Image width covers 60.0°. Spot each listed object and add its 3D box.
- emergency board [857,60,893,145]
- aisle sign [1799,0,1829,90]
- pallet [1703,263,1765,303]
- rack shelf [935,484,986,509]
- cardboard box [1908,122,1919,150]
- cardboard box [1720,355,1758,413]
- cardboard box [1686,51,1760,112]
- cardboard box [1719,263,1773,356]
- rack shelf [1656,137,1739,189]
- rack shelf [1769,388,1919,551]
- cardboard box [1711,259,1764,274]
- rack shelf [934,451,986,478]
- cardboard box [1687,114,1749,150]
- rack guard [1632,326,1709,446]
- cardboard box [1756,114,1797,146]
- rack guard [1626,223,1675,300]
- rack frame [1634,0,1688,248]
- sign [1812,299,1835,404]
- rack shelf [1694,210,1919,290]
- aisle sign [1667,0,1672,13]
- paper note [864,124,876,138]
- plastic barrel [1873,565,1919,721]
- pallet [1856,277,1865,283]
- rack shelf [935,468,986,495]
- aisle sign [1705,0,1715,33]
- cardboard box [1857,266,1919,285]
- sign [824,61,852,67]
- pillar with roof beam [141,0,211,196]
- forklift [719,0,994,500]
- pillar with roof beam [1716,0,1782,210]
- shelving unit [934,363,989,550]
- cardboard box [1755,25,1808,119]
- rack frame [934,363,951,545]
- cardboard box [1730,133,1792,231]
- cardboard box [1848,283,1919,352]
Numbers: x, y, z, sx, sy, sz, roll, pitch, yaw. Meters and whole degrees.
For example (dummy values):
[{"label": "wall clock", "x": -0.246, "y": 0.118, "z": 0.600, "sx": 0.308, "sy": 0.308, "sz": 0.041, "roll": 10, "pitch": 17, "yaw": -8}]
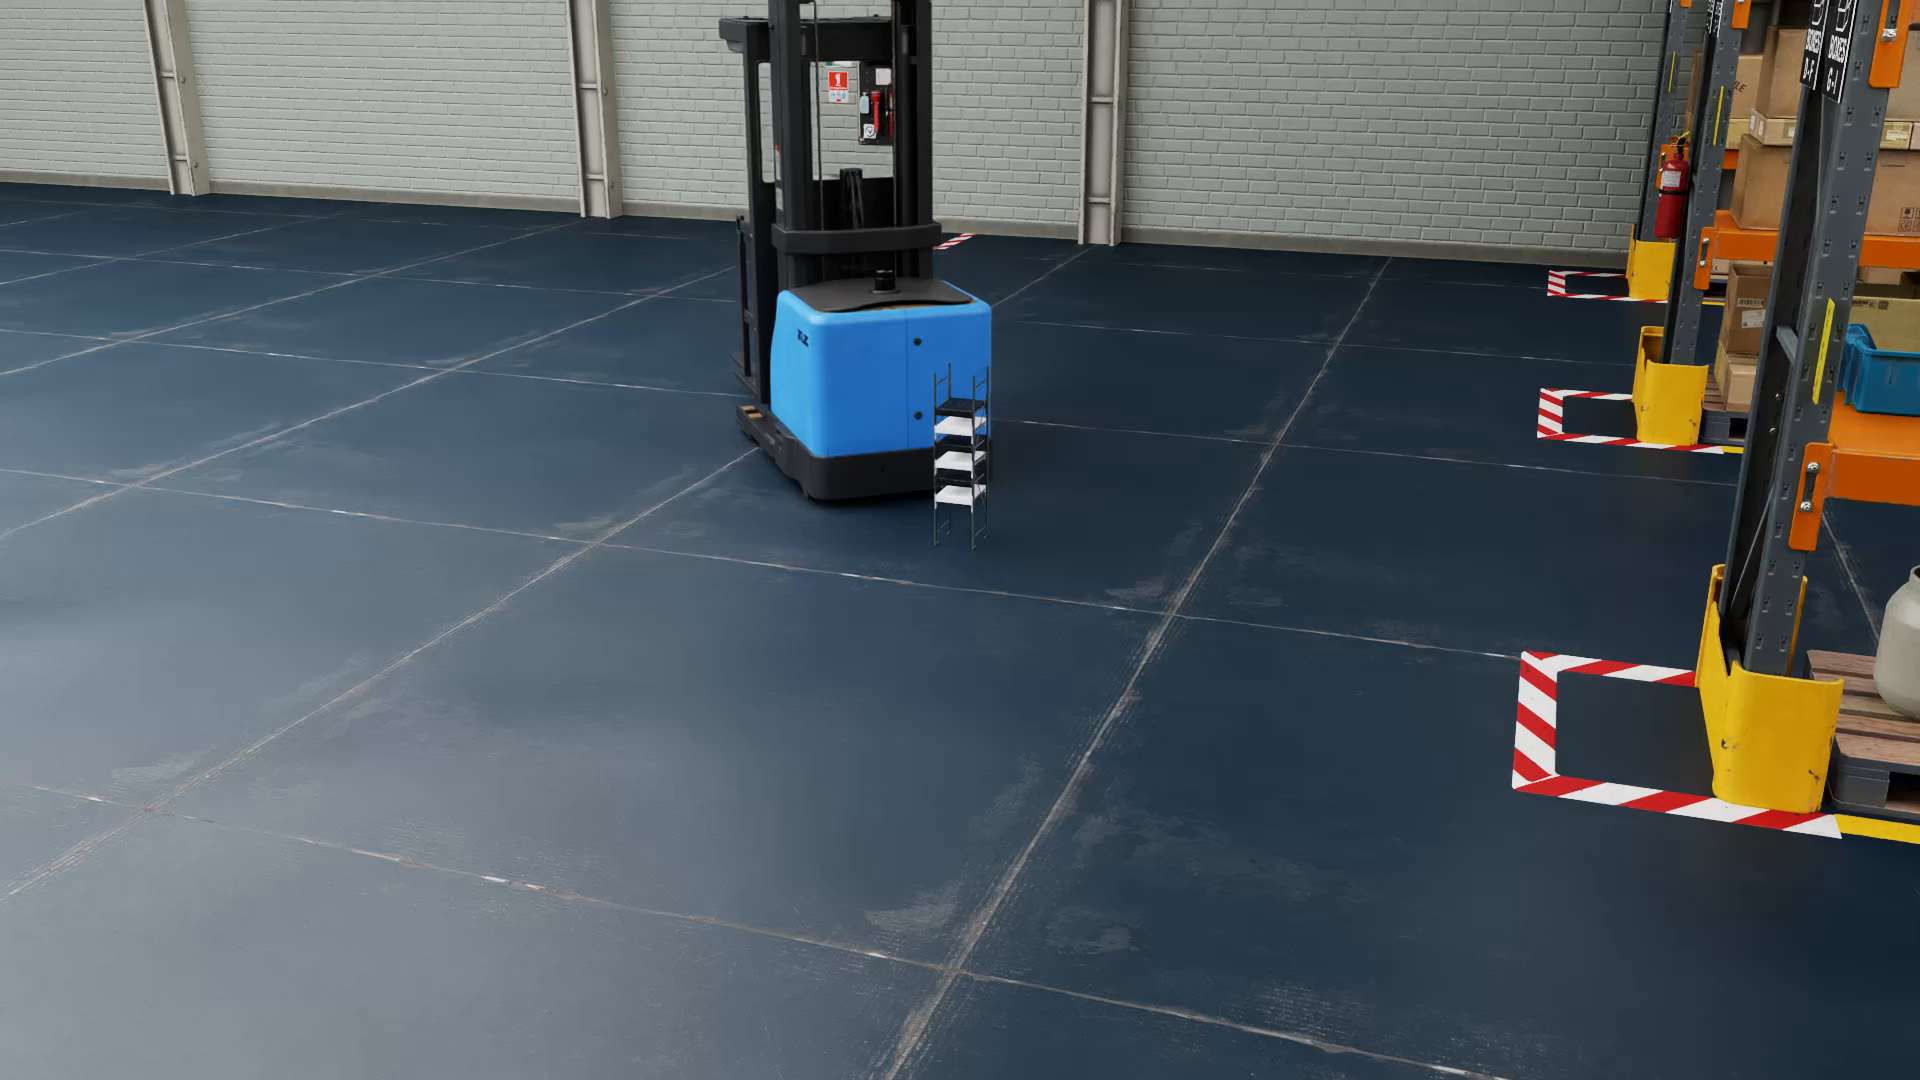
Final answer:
[{"label": "emergency board", "x": -0.842, "y": -4.844, "z": 17.916, "sx": 0.643, "sy": 1.169, "sz": 0.194, "roll": 7, "pitch": 20, "yaw": 18}, {"label": "aisle sign", "x": 2.981, "y": -1.971, "z": 5.725, "sx": 0.004, "sy": 0.787, "sz": 0.394, "roll": 7, "pitch": 20, "yaw": 18}, {"label": "pallet", "x": 7.030, "y": -2.300, "z": 14.855, "sx": 1.213, "sy": 0.211, "sz": 1.003, "roll": 7, "pitch": 20, "yaw": 18}, {"label": "rack shelf", "x": 0.008, "y": -0.223, "z": 8.496, "sx": 0.200, "sy": 0.077, "sz": 0.258, "roll": 7, "pitch": 20, "yaw": 18}, {"label": "cardboard box", "x": 5.604, "y": -2.345, "z": 9.608, "sx": 0.250, "sy": 0.149, "sz": 0.380, "roll": 6, "pitch": 20, "yaw": 17}, {"label": "cardboard box", "x": 5.014, "y": -0.956, "z": 10.302, "sx": 0.500, "sy": 0.250, "sz": 0.500, "roll": 7, "pitch": 20, "yaw": 18}, {"label": "cardboard box", "x": 6.718, "y": -4.032, "z": 14.644, "sx": 0.500, "sy": 0.500, "sz": 0.500, "roll": 6, "pitch": 20, "yaw": 17}, {"label": "cardboard box", "x": 5.185, "y": -1.472, "z": 10.642, "sx": 0.500, "sy": 0.500, "sz": 0.500, "roll": 7, "pitch": 20, "yaw": 18}, {"label": "rack shelf", "x": 8.092, "y": -3.168, "z": 14.201, "sx": 4.000, "sy": 0.370, "sz": 1.077, "roll": 7, "pitch": 20, "yaw": 18}, {"label": "rack shelf", "x": 4.841, "y": -0.088, "z": 5.364, "sx": 4.000, "sy": 0.370, "sz": 1.077, "roll": 7, "pitch": 20, "yaw": 18}, {"label": "cardboard box", "x": 6.827, "y": -2.559, "z": 14.778, "sx": 0.500, "sy": 0.311, "sz": 0.500, "roll": 4, "pitch": 20, "yaw": 12}, {"label": "rack shelf", "x": 0.008, "y": -0.393, "z": 8.437, "sx": 0.200, "sy": 0.077, "sz": 0.258, "roll": 7, "pitch": 20, "yaw": 18}, {"label": "cardboard box", "x": 6.559, "y": -3.511, "z": 14.289, "sx": 0.500, "sy": 0.250, "sz": 0.500, "roll": 6, "pitch": 20, "yaw": 16}, {"label": "rack guard", "x": 4.558, "y": -1.006, "z": 10.702, "sx": 0.348, "sy": 0.500, "sz": 1.175, "roll": 7, "pitch": 20, "yaw": 18}, {"label": "cardboard box", "x": 4.881, "y": -2.428, "z": 9.846, "sx": 0.250, "sy": 0.149, "sz": 0.380, "roll": 6, "pitch": 20, "yaw": 18}, {"label": "rack guard", "x": 6.274, "y": -2.535, "z": 15.090, "sx": 0.348, "sy": 0.500, "sz": 1.175, "roll": 7, "pitch": 20, "yaw": 18}, {"label": "rack frame", "x": 6.203, "y": -3.724, "z": 14.703, "sx": 0.127, "sy": 3.000, "sz": 1.000, "roll": 7, "pitch": 20, "yaw": 18}, {"label": "sign", "x": 2.767, "y": -0.604, "z": 5.331, "sx": 0.005, "sy": 0.325, "sz": 0.100, "roll": 7, "pitch": 20, "yaw": 18}, {"label": "rack shelf", "x": 6.470, "y": -1.628, "z": 9.781, "sx": 4.000, "sy": 0.370, "sz": 1.077, "roll": 7, "pitch": 20, "yaw": 18}, {"label": "aisle sign", "x": 6.036, "y": -4.866, "z": 14.029, "sx": 0.004, "sy": 0.787, "sz": 0.394, "roll": 7, "pitch": 20, "yaw": 18}, {"label": "paper note", "x": -0.986, "y": -4.469, "z": 18.178, "sx": 0.142, "sy": 0.148, "sz": 0.016, "roll": 7, "pitch": 20, "yaw": 18}, {"label": "plastic barrel", "x": 3.598, "y": 0.380, "z": 6.070, "sx": 0.421, "sy": 0.512, "sz": 0.421, "roll": 0, "pitch": 19, "yaw": 0}, {"label": "pallet", "x": 8.179, "y": -2.168, "z": 14.475, "sx": 1.213, "sy": 0.211, "sz": 1.003, "roll": 7, "pitch": 20, "yaw": 18}, {"label": "rack shelf", "x": 0.008, "y": -0.308, "z": 8.466, "sx": 0.200, "sy": 0.077, "sz": 0.258, "roll": 7, "pitch": 20, "yaw": 18}, {"label": "aisle sign", "x": 4.615, "y": -3.509, "z": 10.137, "sx": 0.004, "sy": 0.787, "sz": 0.394, "roll": 7, "pitch": 20, "yaw": 18}, {"label": "cardboard box", "x": 8.042, "y": -2.492, "z": 14.298, "sx": 0.500, "sy": 0.500, "sz": 0.700, "roll": 5, "pitch": 20, "yaw": 15}, {"label": "sign", "x": -1.329, "y": -5.200, "z": 18.077, "sx": 0.331, "sy": 0.109, "sz": 0.001, "roll": 7, "pitch": 20, "yaw": 18}, {"label": "pillar with roof beam", "x": -11.268, "y": -7.356, "z": 16.008, "sx": 0.400, "sy": 9.000, "sz": 9.100, "roll": 7, "pitch": 20, "yaw": 18}, {"label": "forklift", "x": -0.781, "y": -2.048, "z": 10.000, "sx": 1.130, "sy": 2.935, "sz": 3.031, "roll": -7, "pitch": 20, "yaw": -18}, {"label": "pillar with roof beam", "x": 5.735, "y": -5.412, "z": 10.430, "sx": 0.400, "sy": 9.000, "sz": 9.100, "roll": 7, "pitch": 20, "yaw": 18}, {"label": "shelving unit", "x": 0.008, "y": -0.424, "z": 8.426, "sx": 0.210, "sy": 0.900, "sz": 0.258, "roll": 7, "pitch": 20, "yaw": 18}, {"label": "cardboard box", "x": 5.067, "y": -2.783, "z": 9.880, "sx": 0.500, "sy": 0.500, "sz": 0.700, "roll": 7, "pitch": 20, "yaw": 18}, {"label": "rack frame", "x": -0.088, "y": -0.435, "z": 8.457, "sx": 0.006, "sy": 0.900, "sz": 0.240, "roll": 7, "pitch": 20, "yaw": 18}, {"label": "cardboard box", "x": 5.017, "y": -2.176, "z": 10.110, "sx": 0.500, "sy": 0.500, "sz": 0.700, "roll": 7, "pitch": 20, "yaw": 18}, {"label": "cardboard box", "x": 5.487, "y": -1.257, "z": 10.025, "sx": 0.500, "sy": 0.500, "sz": 0.500, "roll": 7, "pitch": 20, "yaw": 18}]
